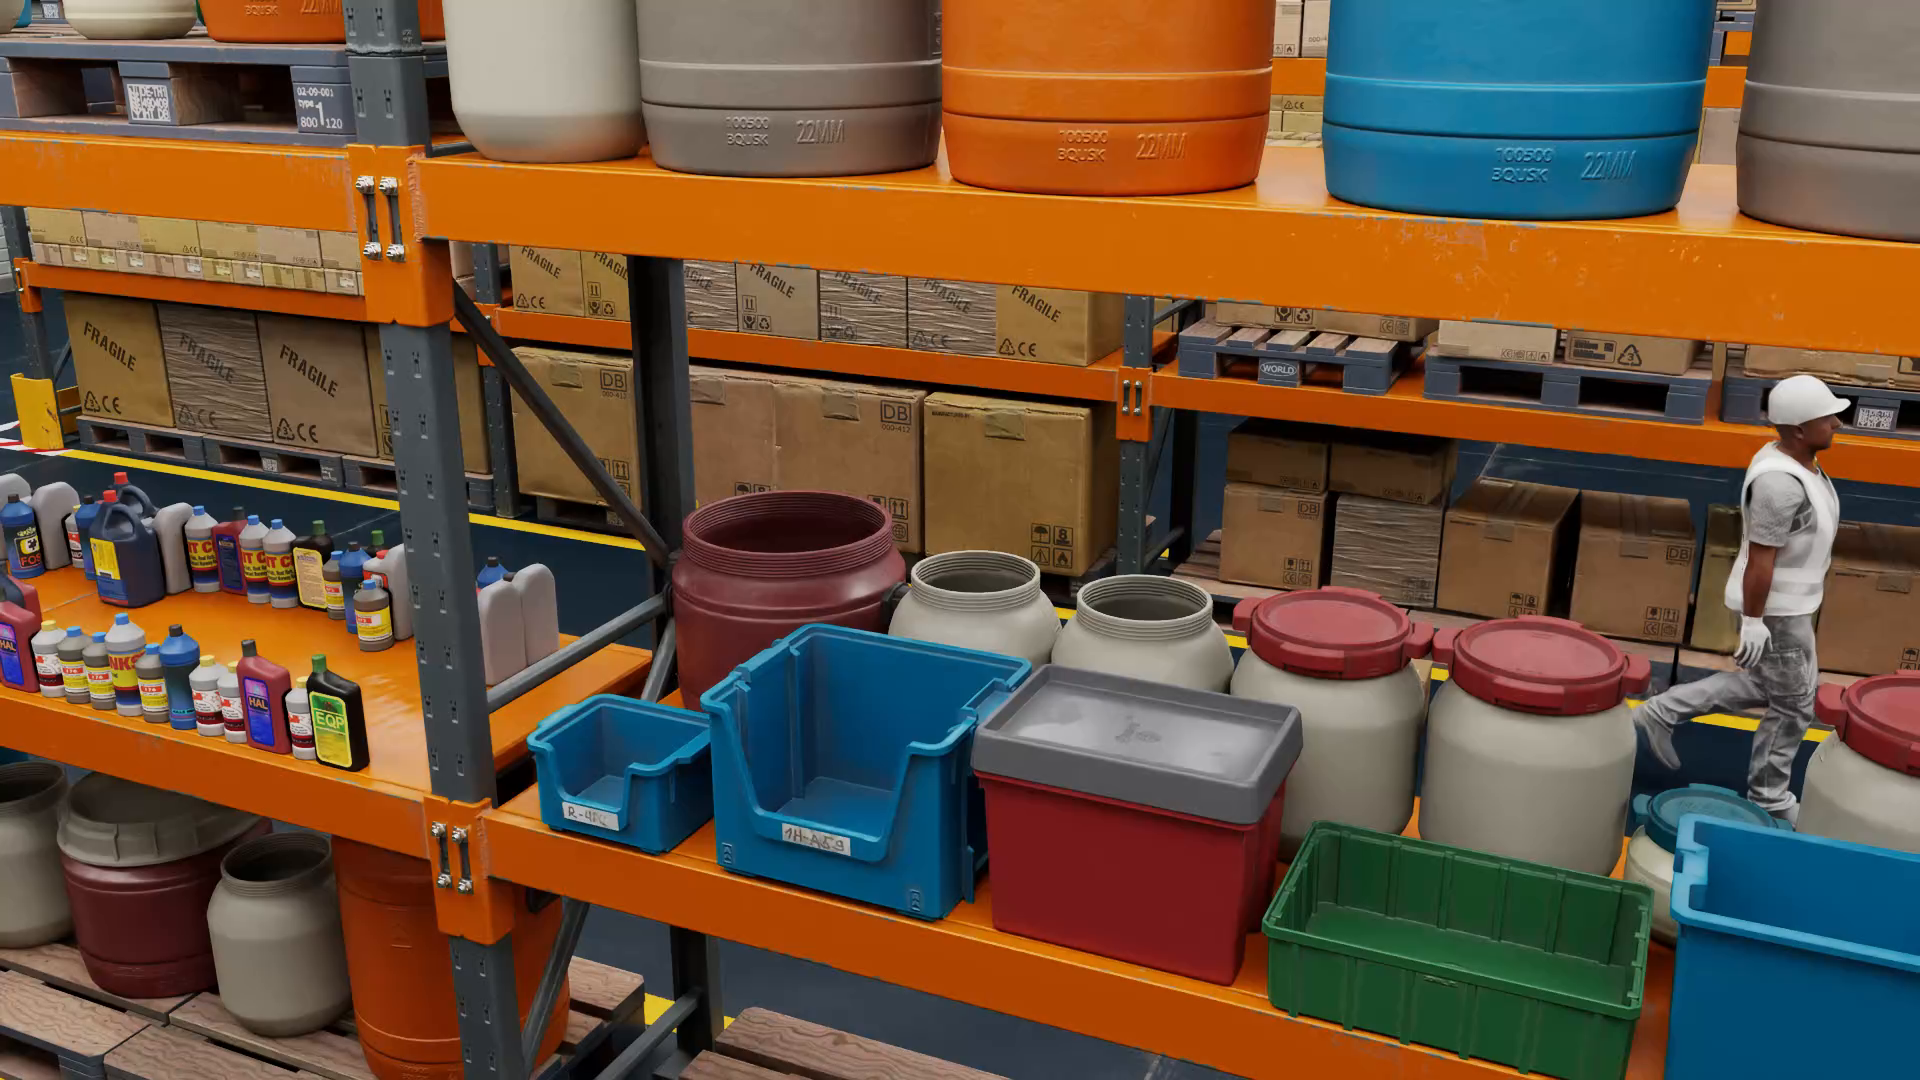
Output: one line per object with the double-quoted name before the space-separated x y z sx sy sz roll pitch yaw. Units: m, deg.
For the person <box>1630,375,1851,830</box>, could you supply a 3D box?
"person" 3.037 0.226 6.340 0.794 1.765 0.566 10 21 28
